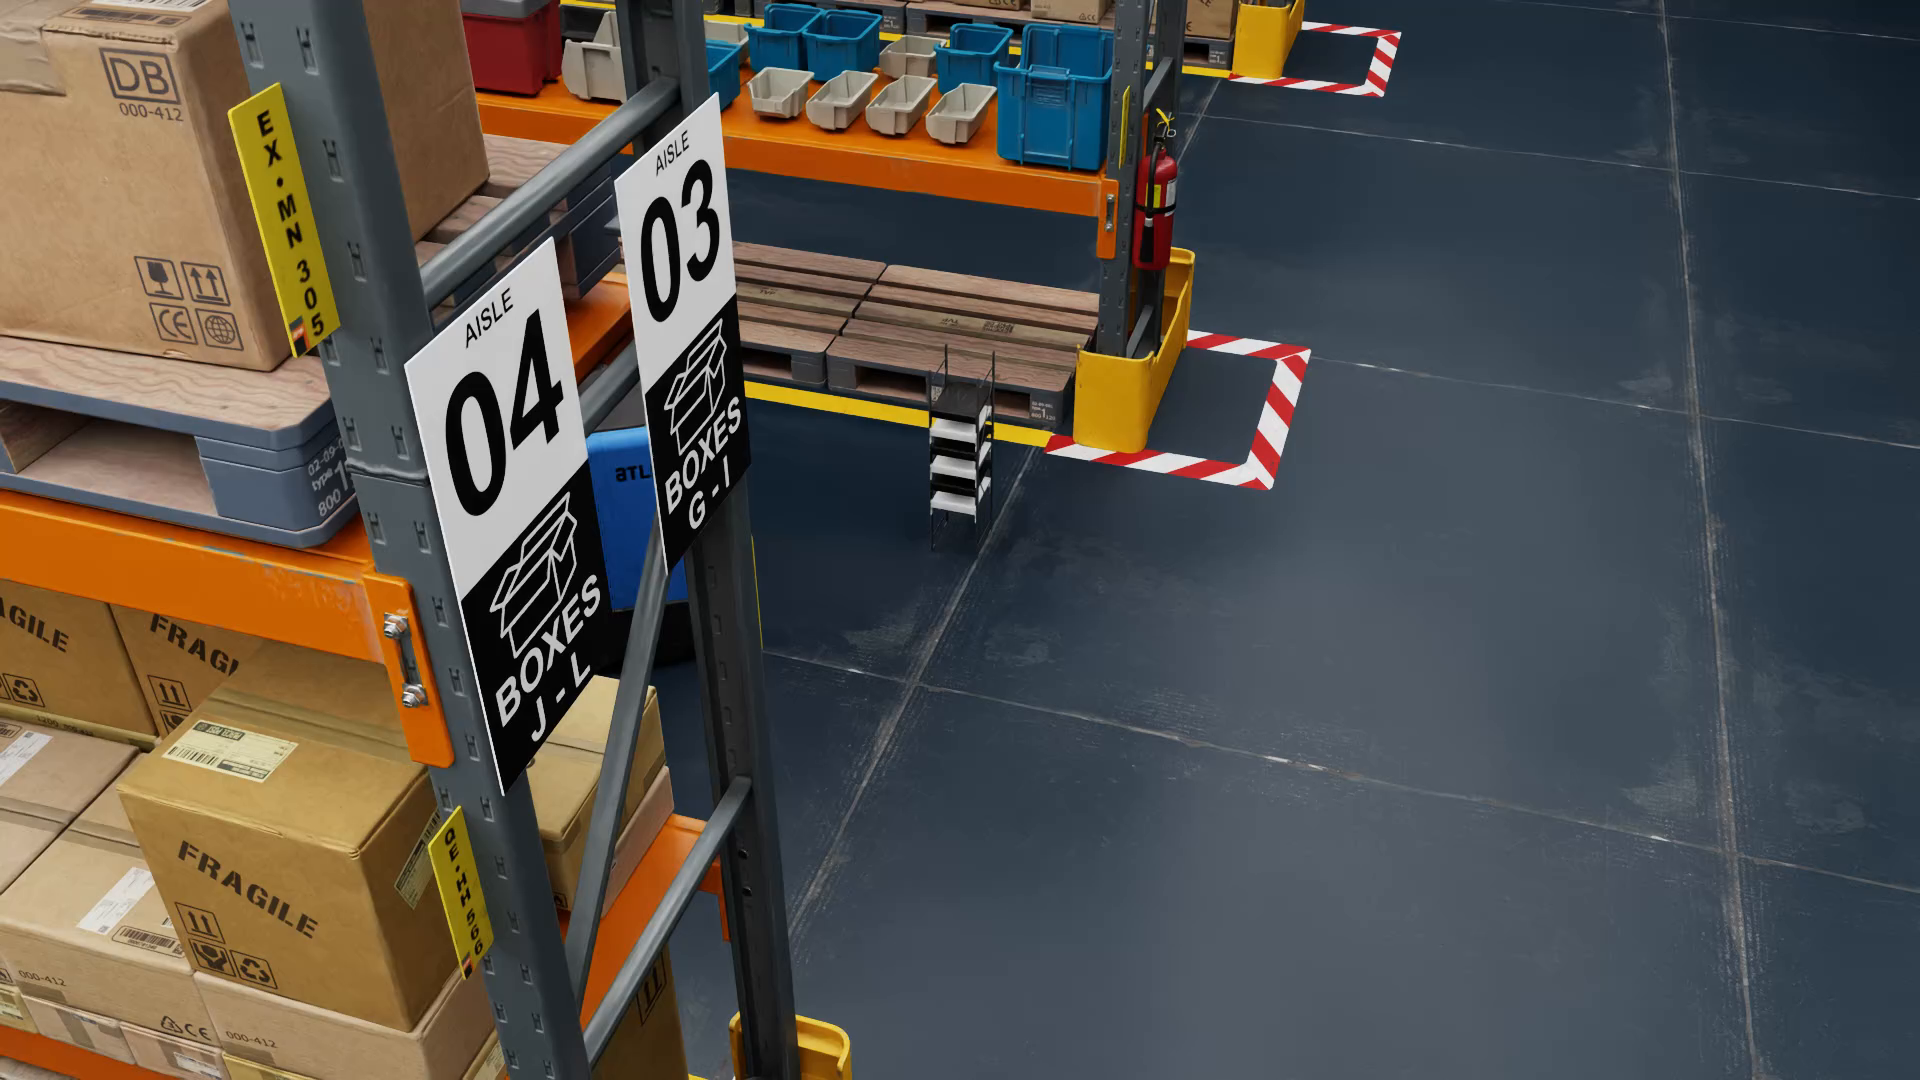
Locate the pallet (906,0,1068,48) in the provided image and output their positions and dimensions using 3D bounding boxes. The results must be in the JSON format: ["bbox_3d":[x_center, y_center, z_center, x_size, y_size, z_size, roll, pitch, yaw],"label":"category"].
[{"bbox_3d":[0.318,-4.010,12.520,1.213,0.211,1.003,10,38,14],"label":"pallet"}]

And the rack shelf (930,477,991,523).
[{"bbox_3d":[0.008,-0.189,7.108,0.200,0.077,0.258,10,38,14],"label":"rack shelf"}]

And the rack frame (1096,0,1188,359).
[{"bbox_3d":[0.832,-1.961,7.383,0.127,3.000,1.000,10,38,14],"label":"rack frame"}]

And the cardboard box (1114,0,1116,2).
[{"bbox_3d":[1.400,-4.177,12.344,0.500,0.250,0.500,10,38,14],"label":"cardboard box"}]

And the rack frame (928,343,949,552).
[{"bbox_3d":[-0.089,-0.379,7.006,0.006,0.900,0.240,10,38,14],"label":"rack frame"}]

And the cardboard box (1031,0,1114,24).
[{"bbox_3d":[0.822,-3.974,12.067,0.500,0.250,0.500,10,38,14],"label":"cardboard box"}]

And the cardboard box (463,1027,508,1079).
[{"bbox_3d":[-1.083,1.066,3.483,0.250,0.149,0.380,11,38,15],"label":"cardboard box"}]

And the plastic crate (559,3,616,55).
[{"bbox_3d":[-1.838,-2.535,8.345,0.590,0.125,0.437,10,38,14],"label":"plastic crate"}]

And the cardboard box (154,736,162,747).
[{"bbox_3d":[-1.521,0.457,3.975,0.500,0.250,0.500,10,38,13],"label":"cardboard box"}]

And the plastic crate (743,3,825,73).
[{"bbox_3d":[-0.849,-2.433,8.116,0.300,0.233,0.416,10,38,14],"label":"plastic crate"}]

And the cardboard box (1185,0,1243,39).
[{"bbox_3d":[1.720,-3.890,11.742,0.500,0.500,0.500,10,38,14],"label":"cardboard box"}]

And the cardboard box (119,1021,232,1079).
[{"bbox_3d":[-1.573,0.976,3.605,0.250,0.149,0.380,11,38,14],"label":"cardboard box"}]

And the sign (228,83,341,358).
[{"bbox_3d":[-0.820,-0.386,2.034,0.005,0.325,0.100,10,38,14],"label":"sign"}]

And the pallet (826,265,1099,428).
[{"bbox_3d":[0.056,-1.005,8.438,1.213,0.211,1.003,10,38,14],"label":"pallet"}]

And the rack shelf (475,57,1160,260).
[{"bbox_3d":[-1.078,-2.024,8.077,4.000,0.370,1.077,10,38,14],"label":"rack shelf"}]

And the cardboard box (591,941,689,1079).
[{"bbox_3d":[-1.280,1.460,4.173,0.875,0.875,0.875,10,38,14],"label":"cardboard box"}]

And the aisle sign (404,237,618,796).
[{"bbox_3d":[-0.666,-0.023,2.557,0.004,0.787,0.394,10,38,14],"label":"aisle sign"}]

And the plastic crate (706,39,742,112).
[{"bbox_3d":[-1.205,-2.135,7.711,0.300,0.233,0.416,10,38,14],"label":"plastic crate"}]

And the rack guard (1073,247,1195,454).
[{"bbox_3d":[0.858,-0.957,8.129,0.348,0.500,1.175,10,38,14],"label":"rack guard"}]

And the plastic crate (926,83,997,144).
[{"bbox_3d":[-0.001,-1.920,7.500,0.243,0.136,0.396,10,38,14],"label":"plastic crate"}]

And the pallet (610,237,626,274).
[{"bbox_3d":[-2.273,-1.437,9.024,1.213,0.211,1.003,10,38,14],"label":"pallet"}]

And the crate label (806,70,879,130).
[{"bbox_3d":[-0.546,-2.015,7.629,0.243,0.136,0.396,10,38,14],"label":"crate label"}]

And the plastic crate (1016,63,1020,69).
[{"bbox_3d":[0.413,-2.212,7.897,0.298,0.136,0.250,10,38,14],"label":"plastic crate"}]

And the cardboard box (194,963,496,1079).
[{"bbox_3d":[-1.187,0.847,3.444,0.500,0.250,0.500,10,38,13],"label":"cardboard box"}]

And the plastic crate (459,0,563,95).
[{"bbox_3d":[-2.209,-2.418,7.900,0.583,0.464,0.402,10,38,14],"label":"plastic crate"}]

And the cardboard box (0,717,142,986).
[{"bbox_3d":[-2.157,0.667,3.689,0.500,0.250,0.500,9,37,12],"label":"cardboard box"}]

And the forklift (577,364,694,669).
[{"bbox_3d":[-2.511,-0.805,5.872,3.031,2.935,1.130,-8,37,-11],"label":"forklift"}]

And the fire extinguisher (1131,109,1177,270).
[{"bbox_3d":[0.840,-1.496,7.131,0.183,0.674,0.296,10,38,14],"label":"fire extinguisher"}]

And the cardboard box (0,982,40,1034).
[{"bbox_3d":[-2.059,0.887,3.727,0.250,0.149,0.380,10,37,13],"label":"cardboard box"}]

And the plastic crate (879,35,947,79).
[{"bbox_3d":[-0.235,-2.332,8.060,0.298,0.136,0.250,10,38,14],"label":"plastic crate"}]

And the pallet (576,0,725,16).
[{"bbox_3d":[-2.294,-4.469,13.144,1.213,0.211,1.003,10,38,14],"label":"pallet"}]

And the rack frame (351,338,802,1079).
[{"bbox_3d":[-0.645,0.842,3.576,0.127,3.000,1.000,10,38,14],"label":"rack frame"}]

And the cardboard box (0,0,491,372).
[{"bbox_3d":[-1.158,-0.678,2.587,0.500,0.500,0.700,8,37,11],"label":"cardboard box"}]

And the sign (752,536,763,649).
[{"bbox_3d":[-0.474,0.148,3.721,0.005,0.325,0.100,10,38,14],"label":"sign"}]

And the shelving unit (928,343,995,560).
[{"bbox_3d":[0.008,-0.361,6.981,0.210,0.900,0.258,10,38,14],"label":"shelving unit"}]

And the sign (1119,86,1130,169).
[{"bbox_3d":[0.683,-1.712,6.908,0.005,0.325,0.100,10,38,14],"label":"sign"}]

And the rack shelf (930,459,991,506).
[{"bbox_3d":[0.008,-0.262,7.054,0.200,0.077,0.258,10,38,14],"label":"rack shelf"}]

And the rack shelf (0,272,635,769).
[{"bbox_3d":[-2.554,-0.430,3.380,4.000,0.370,1.077,10,38,14],"label":"rack shelf"}]

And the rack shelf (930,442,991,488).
[{"bbox_3d":[0.008,-0.334,7.001,0.200,0.077,0.258,10,38,14],"label":"rack shelf"}]

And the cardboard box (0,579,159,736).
[{"bbox_3d":[-1.997,0.066,3.872,0.500,0.500,0.500,10,37,13],"label":"cardboard box"}]
